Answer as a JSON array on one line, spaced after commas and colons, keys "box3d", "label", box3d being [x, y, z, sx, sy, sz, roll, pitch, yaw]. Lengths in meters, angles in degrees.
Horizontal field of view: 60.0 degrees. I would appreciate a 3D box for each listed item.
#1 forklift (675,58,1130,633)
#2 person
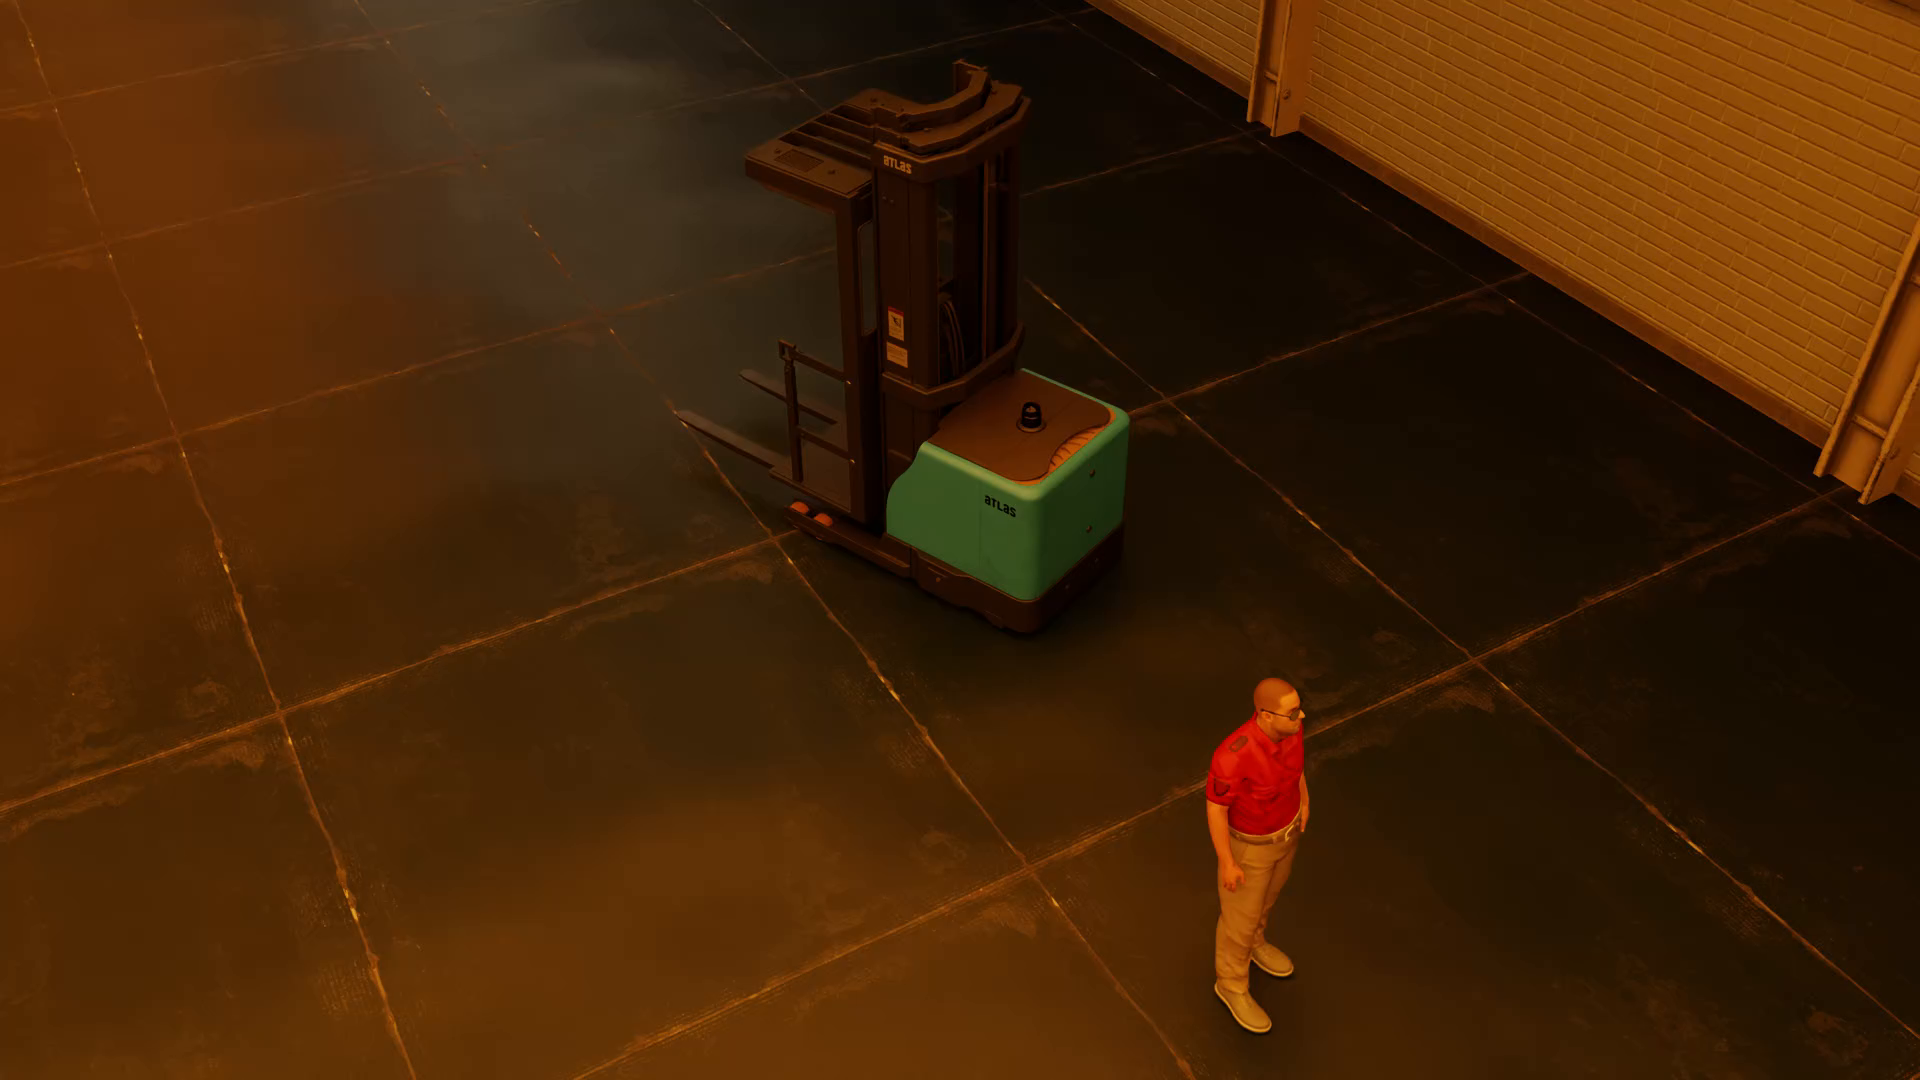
[{"box3d": [-0.481, -1.366, 9.683, 3.031, 2.935, 1.130, 26, 46, 28], "label": "forklift"}, {"box3d": [1.392, 1.349, 7.340, 0.551, 1.727, 0.638, 32, 49, 32], "label": "person"}]
